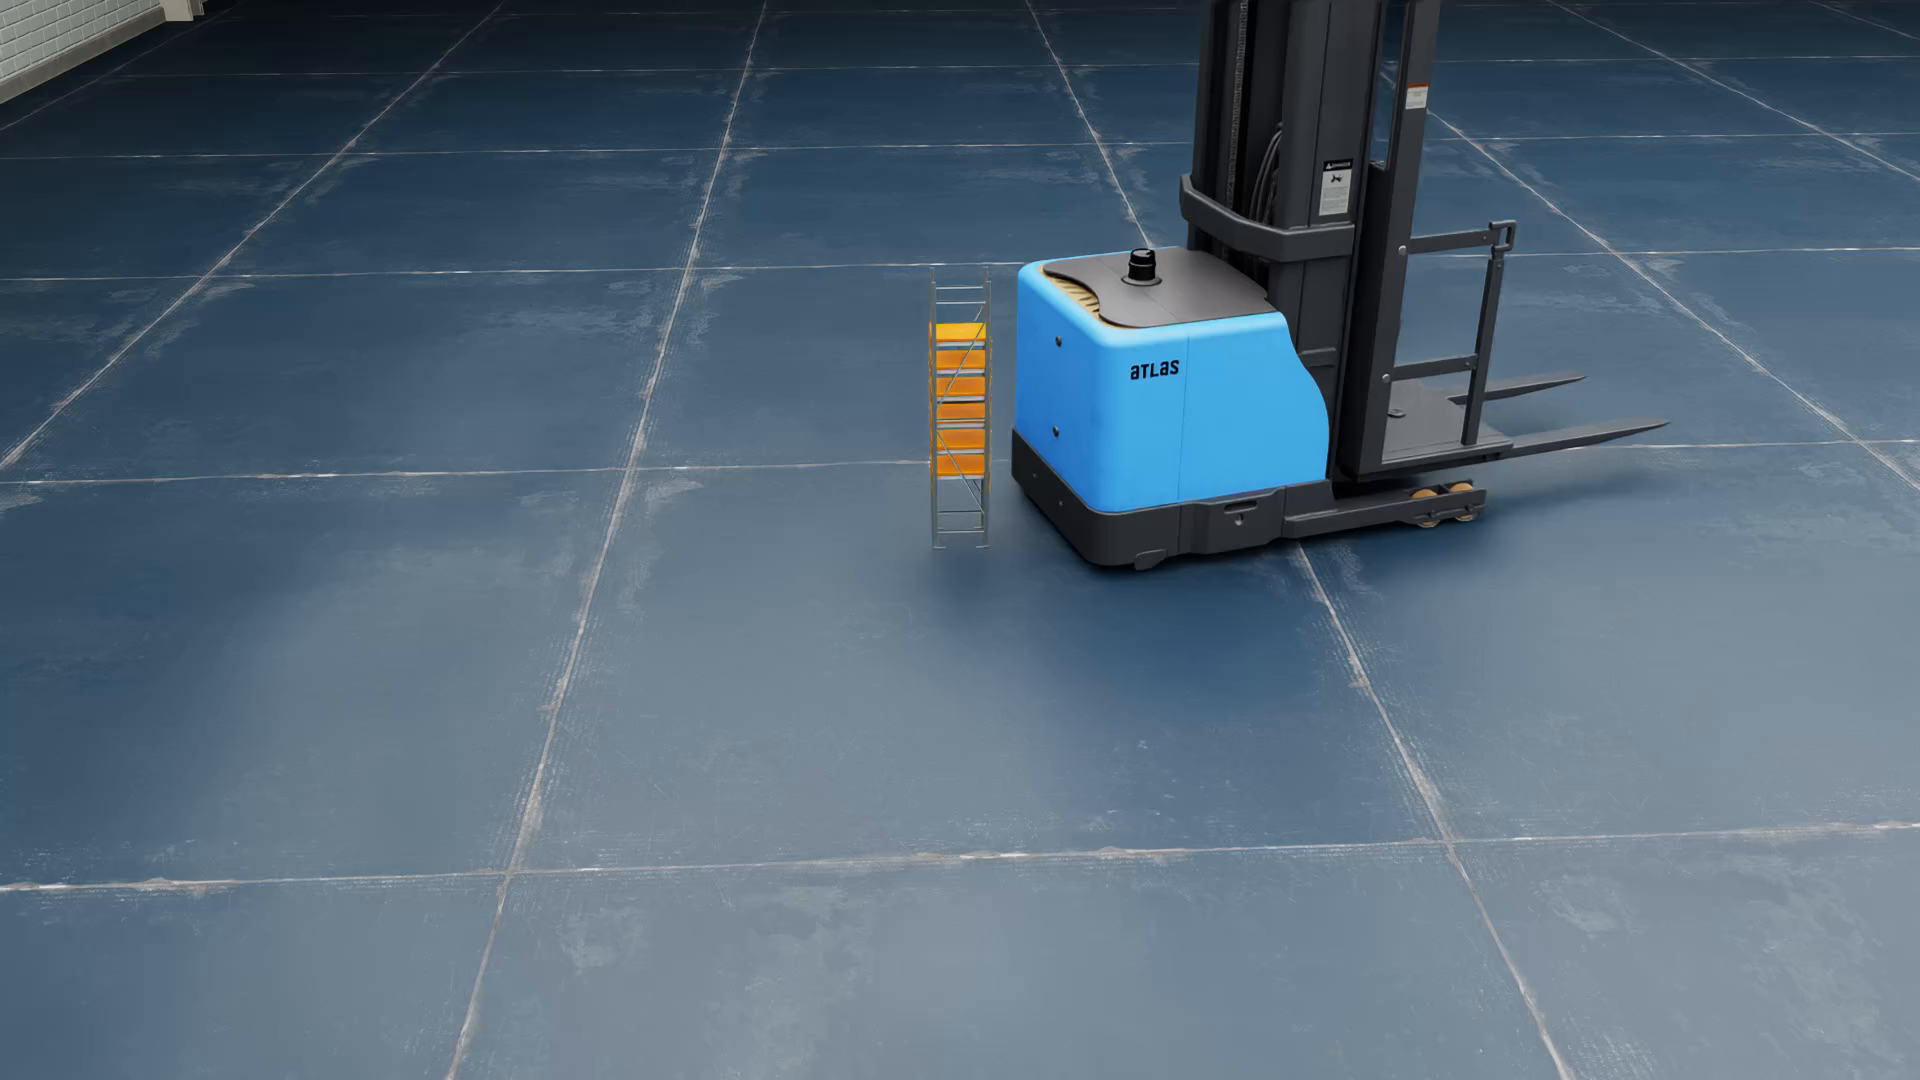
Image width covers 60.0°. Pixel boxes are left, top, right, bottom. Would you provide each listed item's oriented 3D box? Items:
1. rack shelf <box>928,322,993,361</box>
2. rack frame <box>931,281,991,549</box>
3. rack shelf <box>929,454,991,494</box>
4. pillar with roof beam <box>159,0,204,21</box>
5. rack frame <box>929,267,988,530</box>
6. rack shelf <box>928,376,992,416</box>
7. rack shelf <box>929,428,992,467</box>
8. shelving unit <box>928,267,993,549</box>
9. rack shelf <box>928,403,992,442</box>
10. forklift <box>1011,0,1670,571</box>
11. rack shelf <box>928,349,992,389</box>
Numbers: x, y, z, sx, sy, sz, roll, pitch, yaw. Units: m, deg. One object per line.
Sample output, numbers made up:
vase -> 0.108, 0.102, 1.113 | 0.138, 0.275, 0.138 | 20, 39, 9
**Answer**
rack shelf -> -0.001, -0.818, 6.839 | 0.258, 0.103, 0.180 | -1, 28, -3
rack frame -> 0.004, -0.496, 6.904 | 0.240, 1.200, 0.006 | -1, 28, -3
rack shelf -> -0.001, -0.286, 7.117 | 0.258, 0.103, 0.180 | -1, 28, -3
pillar with roof beam -> -4.209, -9.821, 16.348 | 9.100, 9.000, 0.400 | -1, 28, -3
rack frame -> -0.006, -0.581, 7.066 | 0.240, 1.200, 0.006 | -1, 28, -3
rack shelf -> -0.001, -0.606, 6.950 | 0.258, 0.103, 0.180 | -1, 28, -3
rack shelf -> -0.001, -0.393, 7.061 | 0.258, 0.103, 0.180 | -1, 28, -3
shelving unit -> -0.001, -0.539, 6.985 | 0.258, 1.200, 0.189 | -1, 28, -3
rack shelf -> -0.001, -0.499, 7.006 | 0.258, 0.103, 0.180 | -1, 28, -3
forklift -> 1.811, -1.574, 7.098 | 3.031, 2.935, 1.130 | -9, 29, -17
rack shelf -> -0.001, -0.712, 6.895 | 0.258, 0.103, 0.180 | -1, 28, -3
